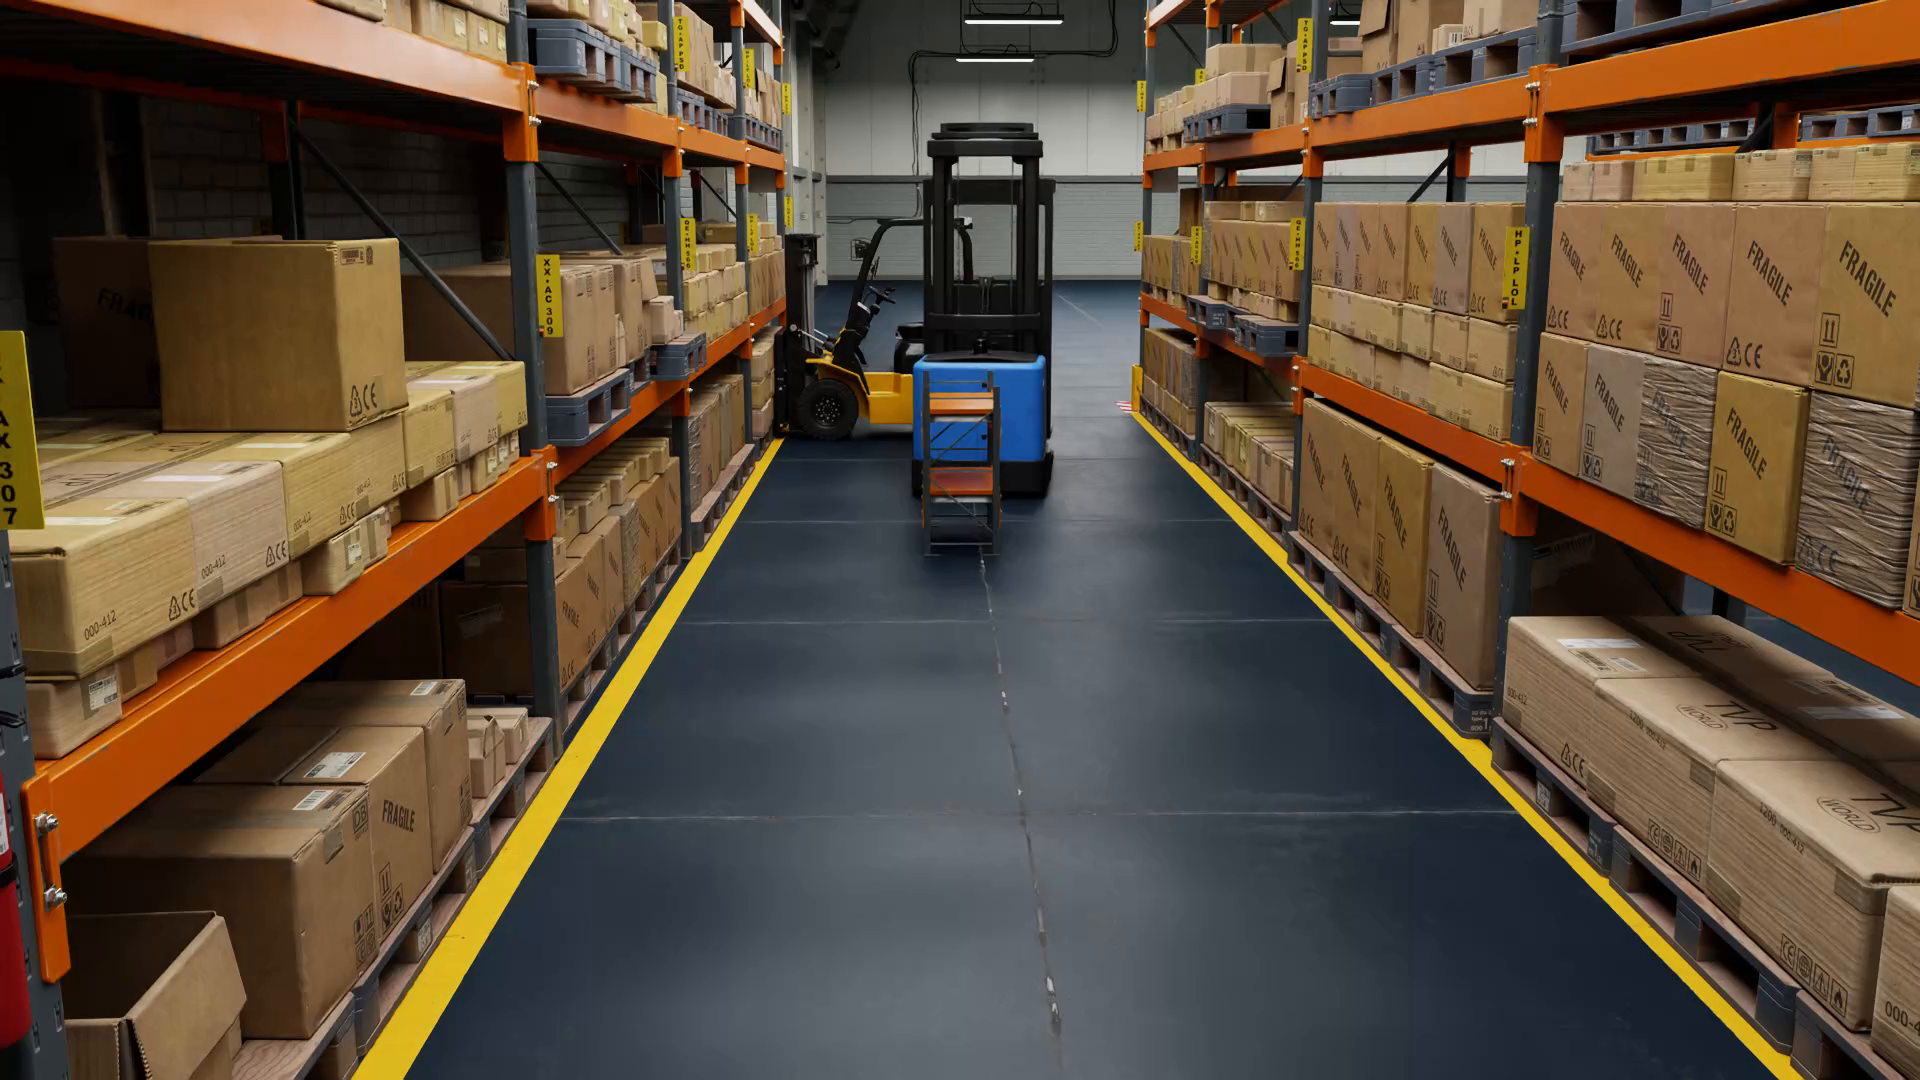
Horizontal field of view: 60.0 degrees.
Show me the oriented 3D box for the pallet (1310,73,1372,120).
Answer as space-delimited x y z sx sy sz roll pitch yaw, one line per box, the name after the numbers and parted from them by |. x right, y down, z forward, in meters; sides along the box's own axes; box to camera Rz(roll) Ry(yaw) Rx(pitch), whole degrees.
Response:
2.762 -2.612 9.818 1.213 0.211 1.003 0 11 1 | pallet

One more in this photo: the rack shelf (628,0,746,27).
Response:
-2.308 -4.130 12.098 1.077 0.370 4.000 0 11 -1 | rack shelf

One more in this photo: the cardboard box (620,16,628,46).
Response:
-1.850 -2.514 8.185 0.380 0.149 0.250 0 11 0 | cardboard box

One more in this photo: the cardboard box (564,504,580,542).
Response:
-2.045 -0.077 7.992 0.380 0.149 0.250 0 11 -2 | cardboard box

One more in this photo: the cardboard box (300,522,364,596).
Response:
-1.811 0.050 4.400 0.380 0.149 0.250 -1 11 -3 | cardboard box

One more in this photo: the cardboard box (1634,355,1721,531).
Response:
2.536 -0.322 5.352 0.500 0.500 0.500 0 11 -1 | cardboard box

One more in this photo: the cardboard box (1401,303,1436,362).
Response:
2.492 -1.027 8.197 0.500 0.250 0.500 0 11 0 | cardboard box

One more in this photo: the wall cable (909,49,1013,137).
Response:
0.027 -13.248 49.334 3.097 2.526 0.112 0 11 -1 | wall cable

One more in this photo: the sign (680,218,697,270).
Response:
-1.725 -1.873 10.536 0.100 0.325 0.005 0 11 -1 | sign

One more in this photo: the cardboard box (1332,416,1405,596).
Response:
2.641 -0.211 9.344 0.875 0.875 0.875 0 11 0 | cardboard box

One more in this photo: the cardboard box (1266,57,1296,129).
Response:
2.635 -3.186 11.913 0.797 0.503 0.637 0 11 -1 | cardboard box

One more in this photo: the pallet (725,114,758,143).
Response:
-2.393 -3.732 15.088 1.003 0.211 1.213 0 11 -1 | pallet

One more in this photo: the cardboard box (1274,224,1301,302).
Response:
2.408 -1.852 11.086 0.500 0.500 0.500 -1 11 -3 | cardboard box

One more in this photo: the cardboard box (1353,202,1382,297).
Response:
2.476 -1.600 9.137 0.500 0.500 0.500 0 11 0 | cardboard box

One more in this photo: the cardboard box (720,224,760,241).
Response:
-2.072 -2.867 15.515 0.380 0.149 0.250 0 11 0 | cardboard box

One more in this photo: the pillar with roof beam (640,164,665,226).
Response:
0.985 -5.747 17.252 9.100 9.000 0.400 0 11 -1 | pillar with roof beam

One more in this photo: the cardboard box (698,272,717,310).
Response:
-2.034 -1.805 12.032 0.500 0.250 0.500 -1 11 -3 | cardboard box

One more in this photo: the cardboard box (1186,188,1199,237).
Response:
2.762 -3.436 17.435 0.700 0.500 0.500 0 11 -1 | cardboard box

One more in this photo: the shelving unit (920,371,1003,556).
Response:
0.000 -0.550 11.441 0.538 1.125 1.048 0 11 -1 | shelving unit

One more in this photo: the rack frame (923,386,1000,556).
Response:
0.011 -0.449 10.943 0.500 1.125 0.032 0 11 -1 | rack frame

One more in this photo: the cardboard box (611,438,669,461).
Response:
-2.004 -0.542 10.287 0.380 0.149 0.250 -1 11 -4 | cardboard box

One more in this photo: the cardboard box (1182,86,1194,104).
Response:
2.254 -4.111 15.362 0.380 0.149 0.250 0 11 1 | cardboard box

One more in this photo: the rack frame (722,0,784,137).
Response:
-2.432 -5.871 17.865 1.000 3.000 0.127 0 11 -1 | rack frame

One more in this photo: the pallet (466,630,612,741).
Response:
-2.239 0.660 7.777 1.003 0.211 1.213 0 11 -1 | pallet

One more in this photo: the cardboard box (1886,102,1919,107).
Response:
7.805 -3.604 13.305 0.500 0.250 0.500 0 11 -2 | cardboard box

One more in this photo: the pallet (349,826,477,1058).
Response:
-2.143 1.201 5.110 1.003 0.211 1.213 0 11 -1 | pallet

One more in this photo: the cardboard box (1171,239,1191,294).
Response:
2.322 -2.644 16.050 0.500 0.500 0.500 0 11 0 | cardboard box

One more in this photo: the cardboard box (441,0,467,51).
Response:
-1.883 -1.720 5.581 0.380 0.149 0.250 0 11 1 | cardboard box

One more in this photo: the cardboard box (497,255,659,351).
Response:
-2.048 -1.273 8.975 0.797 0.503 0.637 -1 11 -2 | cardboard box

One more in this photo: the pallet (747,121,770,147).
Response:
-2.415 -3.974 16.281 1.003 0.211 1.213 0 11 -1 | pallet

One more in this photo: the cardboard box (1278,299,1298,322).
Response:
2.376 -1.562 11.288 0.380 0.149 0.250 0 11 0 | cardboard box

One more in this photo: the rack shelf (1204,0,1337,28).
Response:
2.654 -4.151 12.202 1.077 0.370 4.000 0 11 -1 | rack shelf

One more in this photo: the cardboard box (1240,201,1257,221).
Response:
2.394 -2.565 12.970 0.380 0.149 0.250 0 11 2 | cardboard box

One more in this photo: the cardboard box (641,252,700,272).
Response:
-2.070 -1.978 11.881 0.380 0.149 0.250 0 11 -1 | cardboard box

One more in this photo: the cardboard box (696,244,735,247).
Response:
-2.121 -2.436 14.138 0.380 0.149 0.250 0 11 1 | cardboard box

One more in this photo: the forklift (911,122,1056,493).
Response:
0.255 -2.052 14.303 1.130 2.935 3.031 1 12 5 | forklift

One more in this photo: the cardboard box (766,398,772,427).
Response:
-2.055 -1.192 15.752 0.500 0.250 0.500 0 11 -2 | cardboard box

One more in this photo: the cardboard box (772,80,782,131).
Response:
-2.180 -4.618 17.673 0.500 0.500 0.500 0 11 1 | cardboard box

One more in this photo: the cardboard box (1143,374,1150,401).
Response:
2.270 -1.649 18.001 0.500 0.250 0.500 0 11 -2 | cardboard box

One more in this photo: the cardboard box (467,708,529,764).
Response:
-1.879 0.755 6.406 0.380 0.149 0.250 -1 11 -3 | cardboard box

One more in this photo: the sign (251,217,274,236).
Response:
-2.739 -1.110 6.574 0.100 0.325 0.005 0 11 -1 | sign

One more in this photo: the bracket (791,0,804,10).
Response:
-3.328 -10.990 34.044 0.235 0.232 0.430 0 11 -1 | bracket

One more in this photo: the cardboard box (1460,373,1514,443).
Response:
2.517 -0.581 7.257 0.500 0.250 0.500 -1 11 -3 | cardboard box

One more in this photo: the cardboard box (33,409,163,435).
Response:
-2.402 -0.218 4.718 0.500 0.250 0.500 0 11 -1 | cardboard box

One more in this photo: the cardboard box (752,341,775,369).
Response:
-2.068 -1.782 16.143 0.500 0.250 0.500 0 11 1 | cardboard box

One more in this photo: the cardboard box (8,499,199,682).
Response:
-1.842 0.086 3.220 0.500 0.250 0.500 0 11 -1 | cardboard box

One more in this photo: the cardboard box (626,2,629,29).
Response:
-1.937 -2.753 8.668 0.380 0.149 0.250 0 11 -1 | cardboard box

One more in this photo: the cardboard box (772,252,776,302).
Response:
-2.147 -2.678 16.964 0.500 0.500 0.500 0 11 -2 | cardboard box

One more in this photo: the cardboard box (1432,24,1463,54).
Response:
2.589 -2.503 8.341 0.380 0.166 0.250 1 11 4 | cardboard box

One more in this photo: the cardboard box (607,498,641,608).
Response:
-2.001 0.068 8.908 0.500 0.500 0.500 -1 11 -3 | cardboard box

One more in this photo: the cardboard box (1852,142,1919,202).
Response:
2.572 -0.952 4.312 0.380 0.149 0.250 0 11 0 | cardboard box

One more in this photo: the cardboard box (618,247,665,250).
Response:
-2.573 -2.278 13.361 0.380 0.149 0.250 0 11 -2 | cardboard box

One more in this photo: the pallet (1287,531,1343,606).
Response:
2.636 0.162 10.230 1.003 0.211 1.213 0 11 -1 | pallet

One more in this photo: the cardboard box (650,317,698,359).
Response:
-2.032 -1.356 11.078 0.500 0.250 0.500 0 11 -1 | cardboard box
